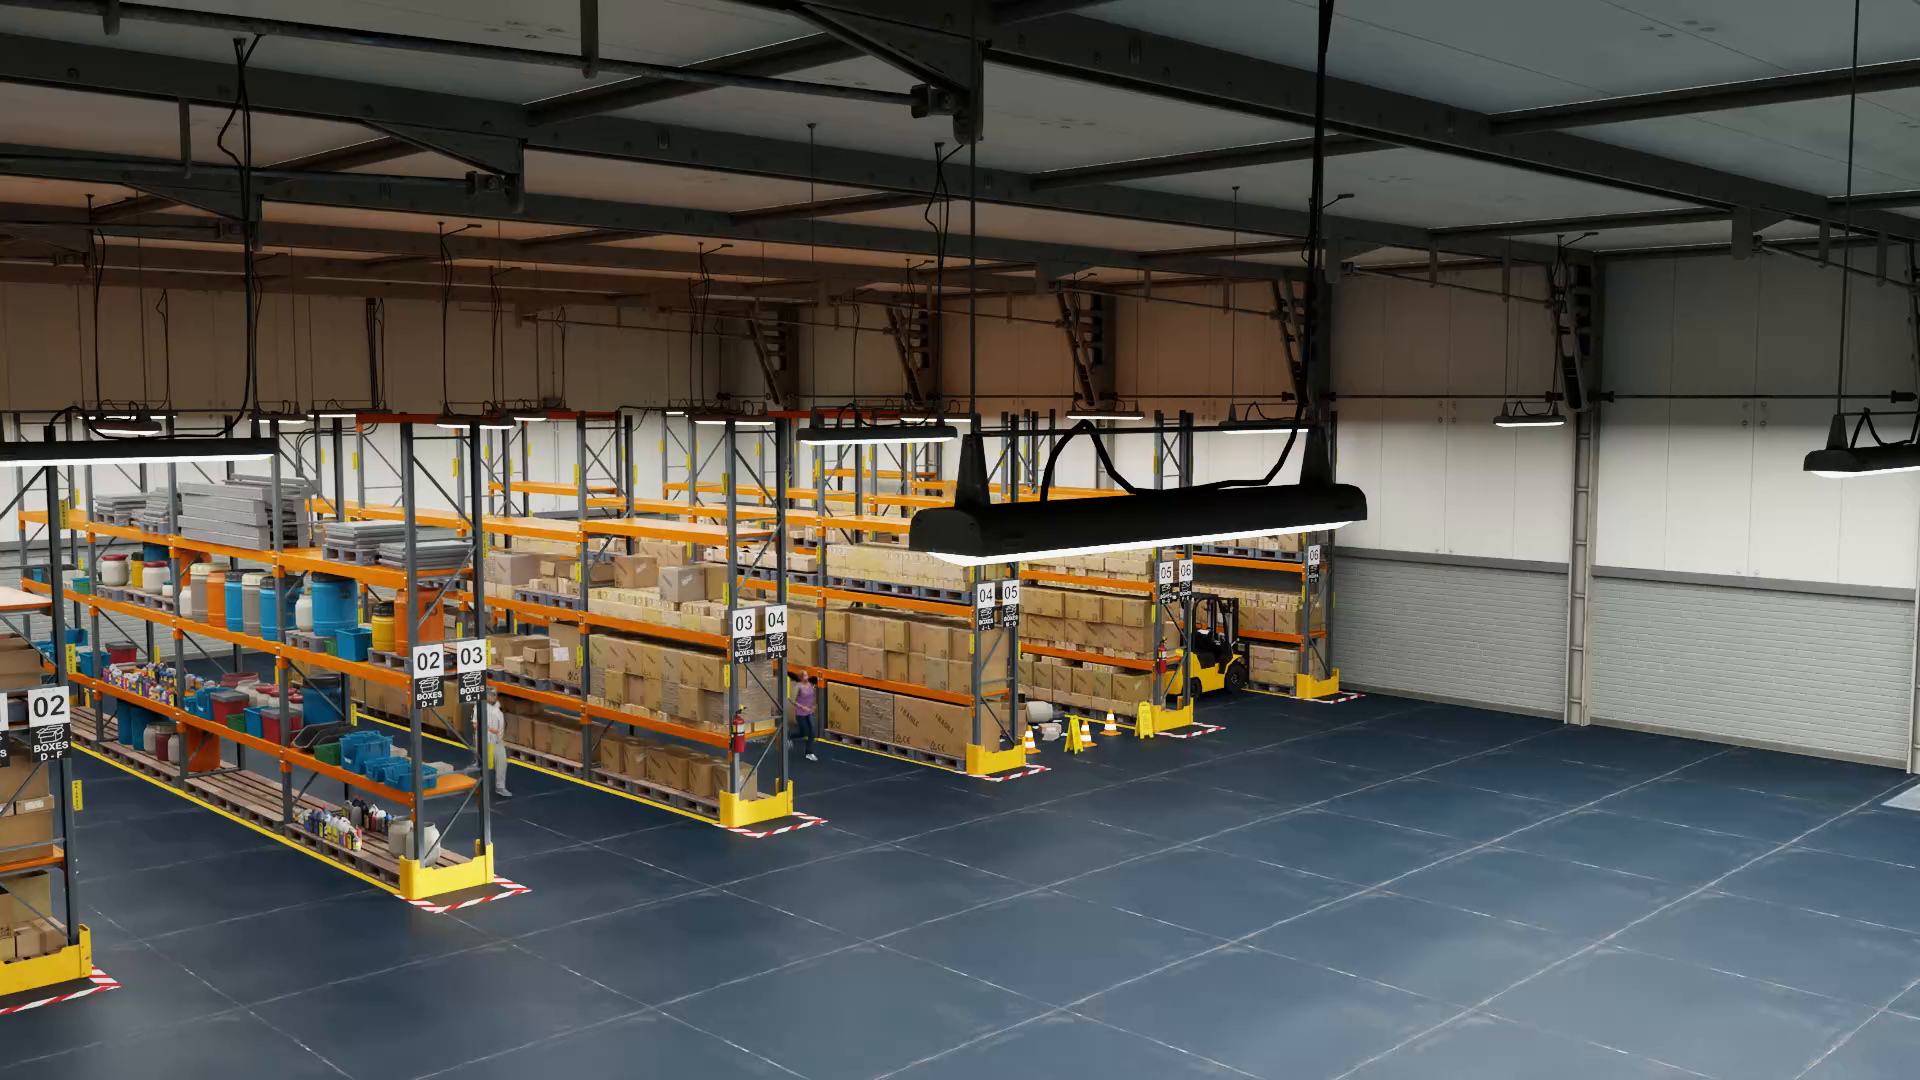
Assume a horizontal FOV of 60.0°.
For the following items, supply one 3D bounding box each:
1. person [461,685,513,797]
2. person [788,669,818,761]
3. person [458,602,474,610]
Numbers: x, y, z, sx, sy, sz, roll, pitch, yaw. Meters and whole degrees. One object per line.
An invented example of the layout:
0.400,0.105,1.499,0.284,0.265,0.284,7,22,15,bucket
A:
-7.501,3.163,26.365,0.943,1.768,0.647,3,6,30,person
-2.754,3.042,29.020,0.759,1.572,0.547,4,6,39,person
-11.874,2.011,40.120,0.764,1.675,0.664,4,6,36,person
